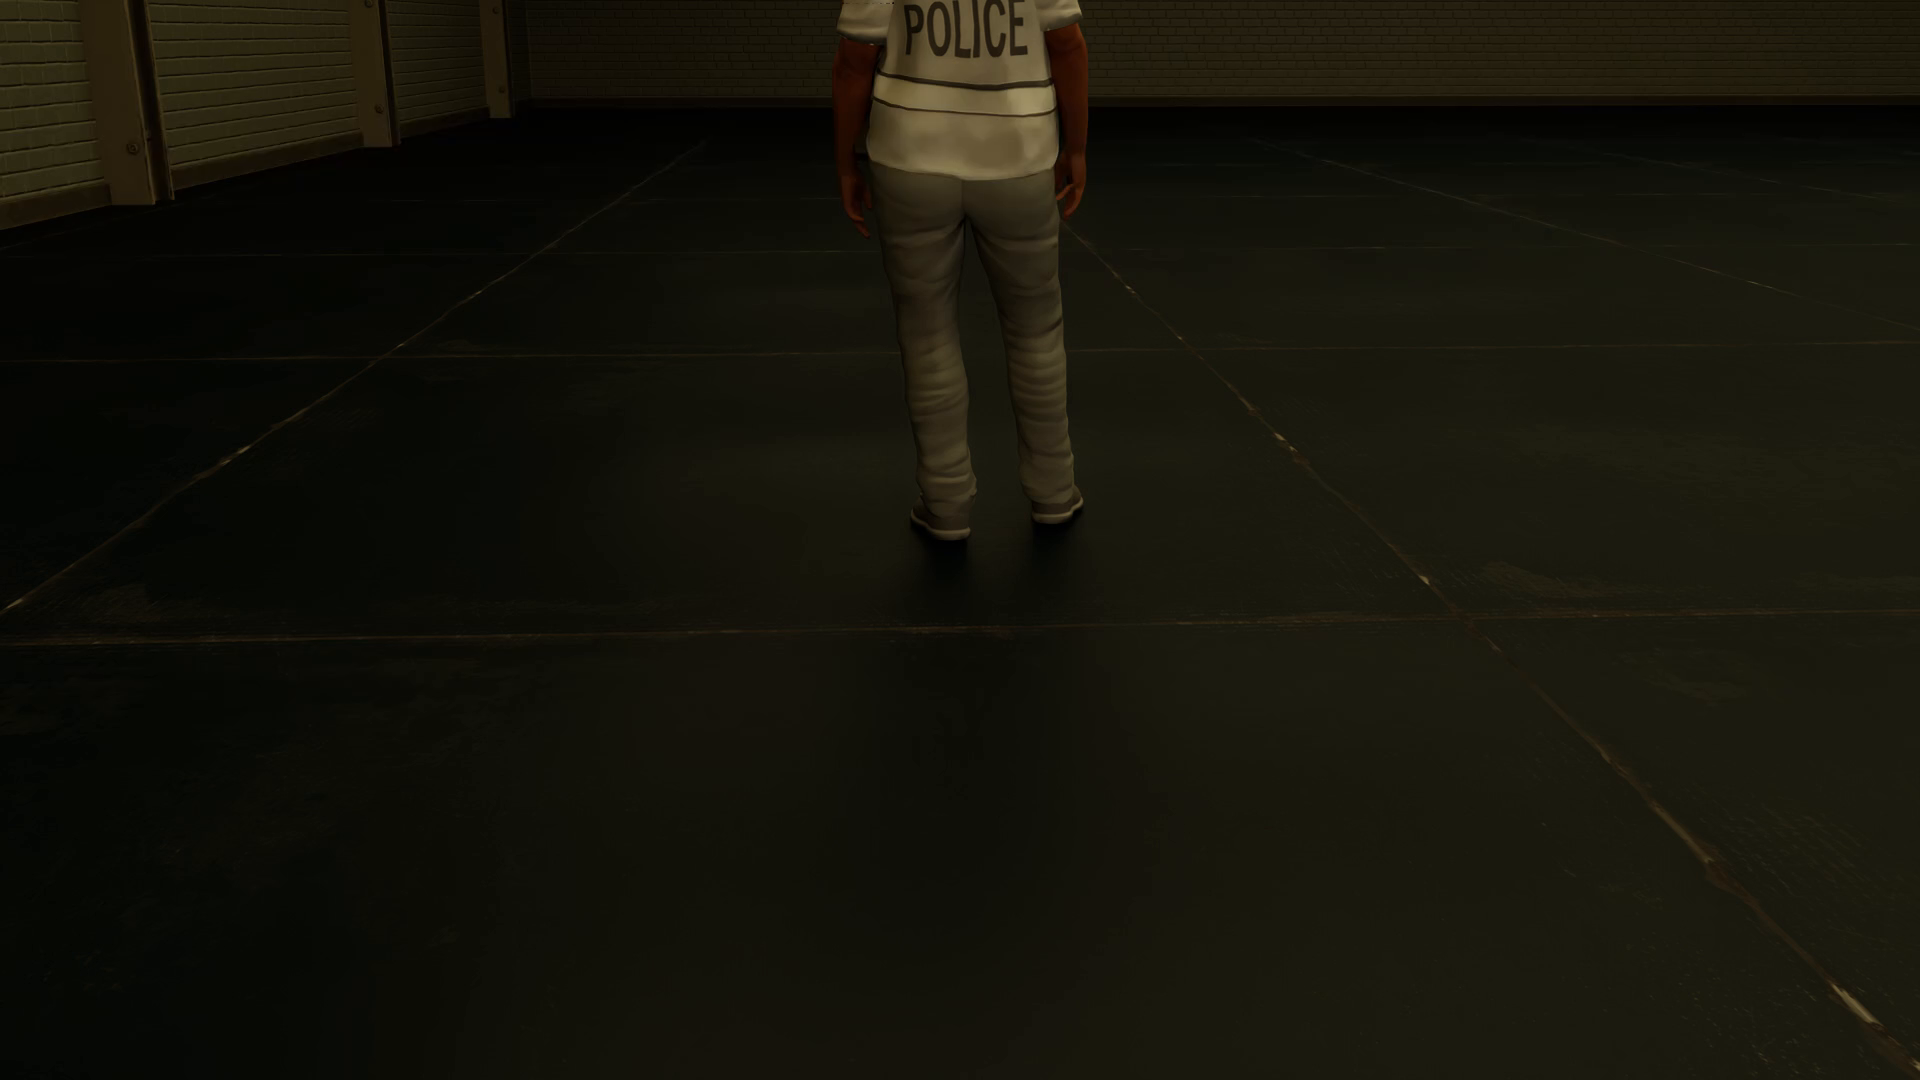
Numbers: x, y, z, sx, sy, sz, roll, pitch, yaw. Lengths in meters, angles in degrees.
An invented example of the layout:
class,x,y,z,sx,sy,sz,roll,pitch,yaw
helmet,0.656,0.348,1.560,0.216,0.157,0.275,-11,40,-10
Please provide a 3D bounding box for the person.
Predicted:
class,x,y,z,sx,sy,sz,roll,pitch,yaw
person,0.018,-0.827,3.746,0.599,1.670,0.529,-1,17,-3
